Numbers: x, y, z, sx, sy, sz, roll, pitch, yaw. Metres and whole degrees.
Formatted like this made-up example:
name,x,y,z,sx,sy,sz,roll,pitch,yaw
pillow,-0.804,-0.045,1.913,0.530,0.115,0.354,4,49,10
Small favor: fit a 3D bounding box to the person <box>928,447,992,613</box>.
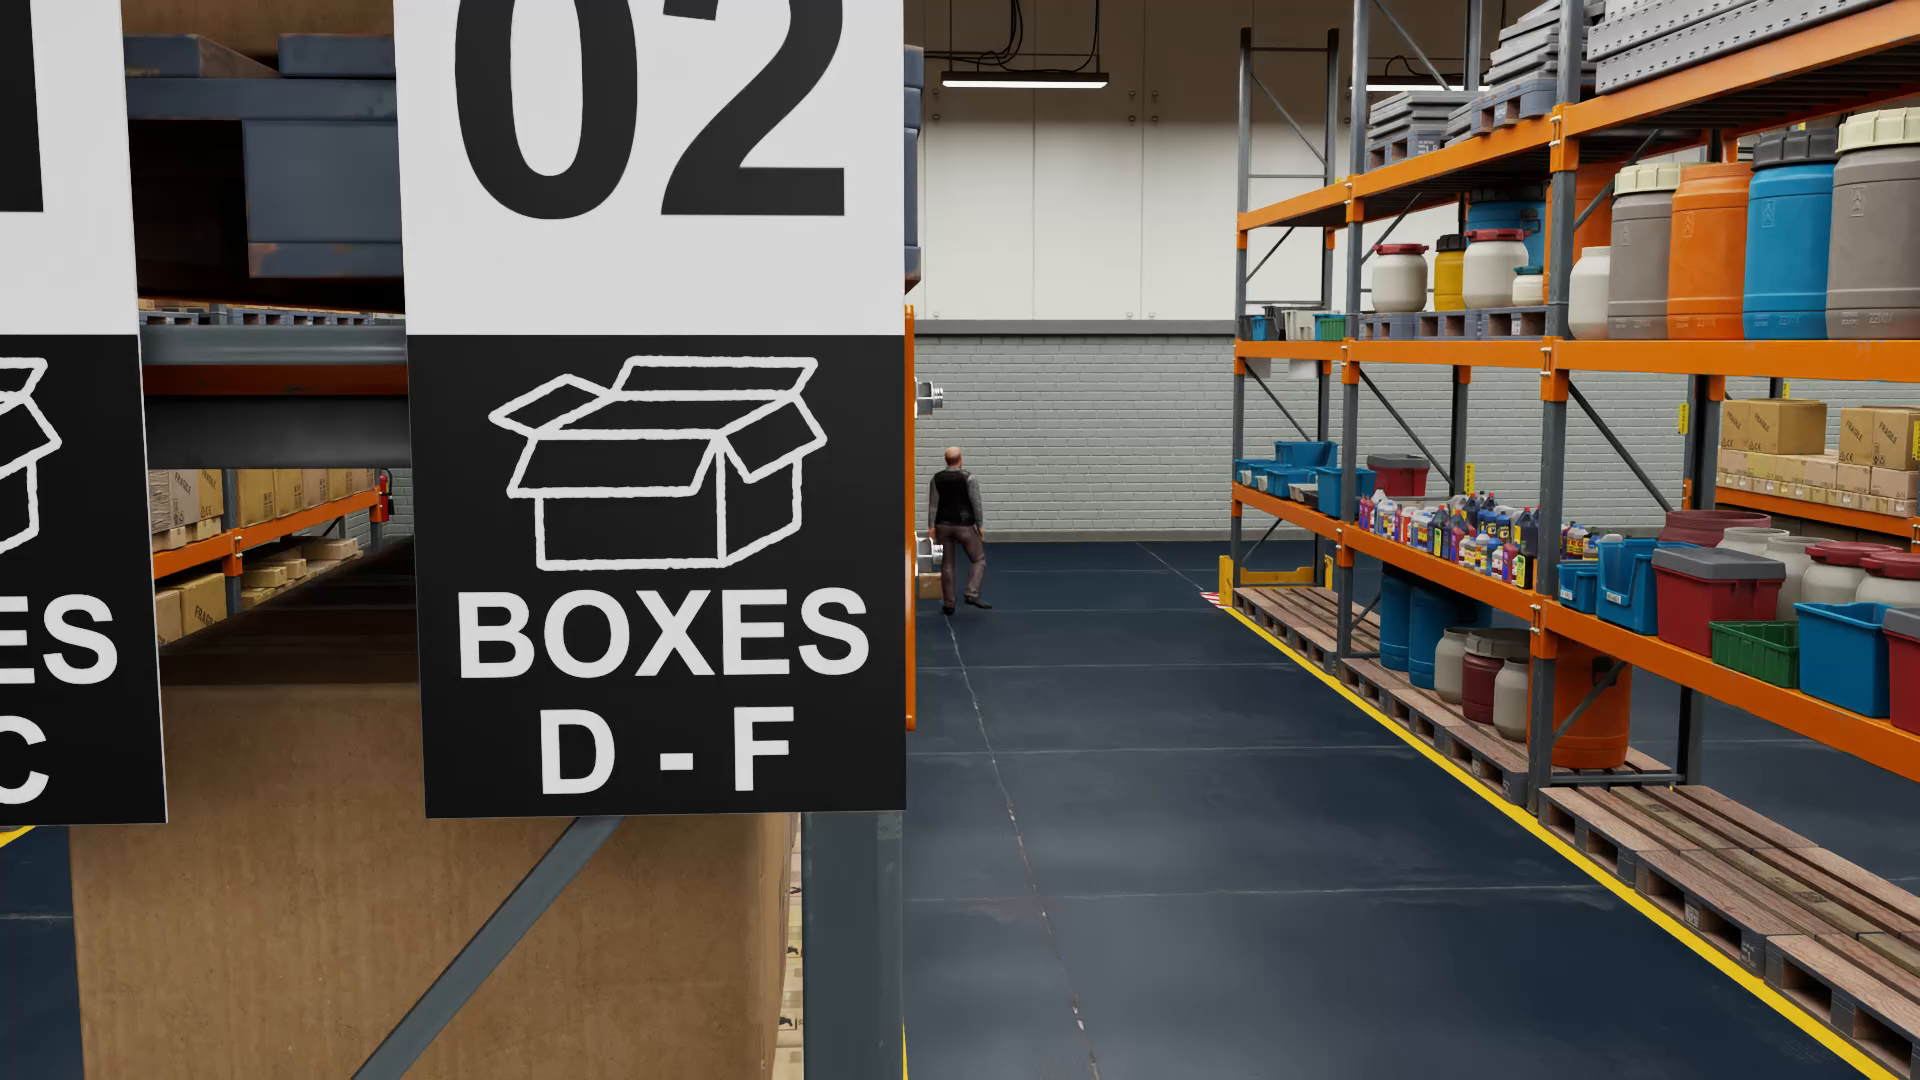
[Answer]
name,x,y,z,sx,sy,sz,roll,pitch,yaw
person,0.012,-0.097,17.092,0.709,1.714,0.520,2,7,16
